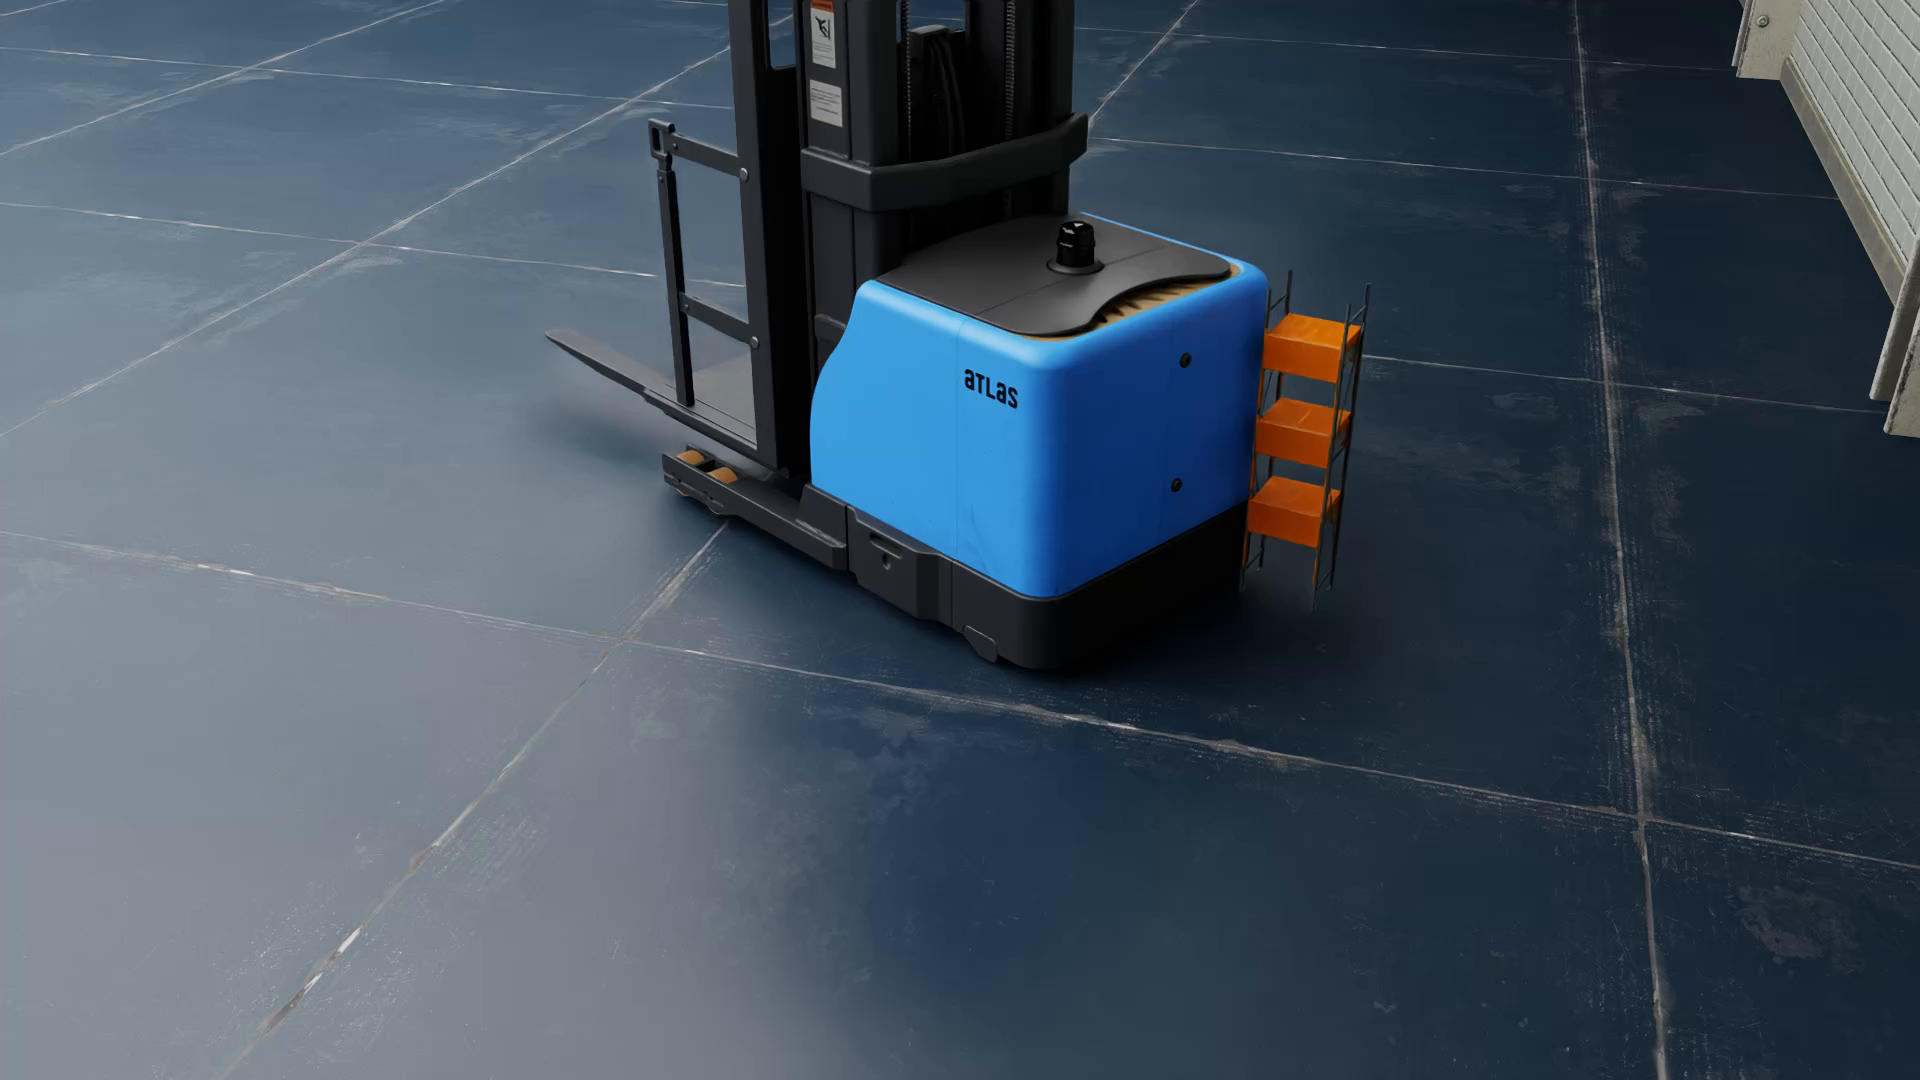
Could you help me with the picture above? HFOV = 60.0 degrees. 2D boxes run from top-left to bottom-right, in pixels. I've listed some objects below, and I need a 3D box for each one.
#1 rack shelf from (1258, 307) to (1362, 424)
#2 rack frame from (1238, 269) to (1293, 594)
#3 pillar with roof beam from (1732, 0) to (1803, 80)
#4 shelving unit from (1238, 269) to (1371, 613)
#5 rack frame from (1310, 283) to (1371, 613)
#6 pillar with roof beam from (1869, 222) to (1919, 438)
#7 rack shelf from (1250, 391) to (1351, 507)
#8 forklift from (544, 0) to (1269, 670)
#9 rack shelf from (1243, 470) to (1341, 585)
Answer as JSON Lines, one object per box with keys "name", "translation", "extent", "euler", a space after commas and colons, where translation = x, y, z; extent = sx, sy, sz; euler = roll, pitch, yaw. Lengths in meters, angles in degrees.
{"name": "rack shelf", "translation": [1.069, -0.534, 5.069], "extent": [0.240, 0.259, 0.215], "euler": [16, 33, 26]}
{"name": "rack frame", "translation": [0.963, -0.325, 5.254], "extent": [0.008, 1.050, 0.200], "euler": [16, 33, 26]}
{"name": "pillar with roof beam", "translation": [1.469, -7.821, 10.552], "extent": [9.100, 9.000, 0.400], "euler": [8, 30, 15]}
{"name": "shelving unit", "translation": [1.069, -0.296, 5.202], "extent": [0.252, 1.050, 0.215], "euler": [16, 33, 26]}
{"name": "rack frame", "translation": [1.175, -0.266, 5.149], "extent": [0.008, 1.050, 0.200], "euler": [16, 33, 26]}
{"name": "pillar with roof beam", "translation": [-0.292, -5.033, 5.540], "extent": [9.100, 9.000, 0.400], "euler": [8, 30, 15]}
{"name": "rack shelf", "translation": [1.069, -0.286, 5.207], "extent": [0.240, 0.259, 0.215], "euler": [16, 33, 26]}
{"name": "forklift", "translation": [-0.426, -1.522, 5.470], "extent": [1.130, 2.935, 3.031], "euler": [-25, 38, -37]}
{"name": "rack shelf", "translation": [1.069, -0.044, 5.342], "extent": [0.240, 0.259, 0.215], "euler": [16, 33, 26]}
